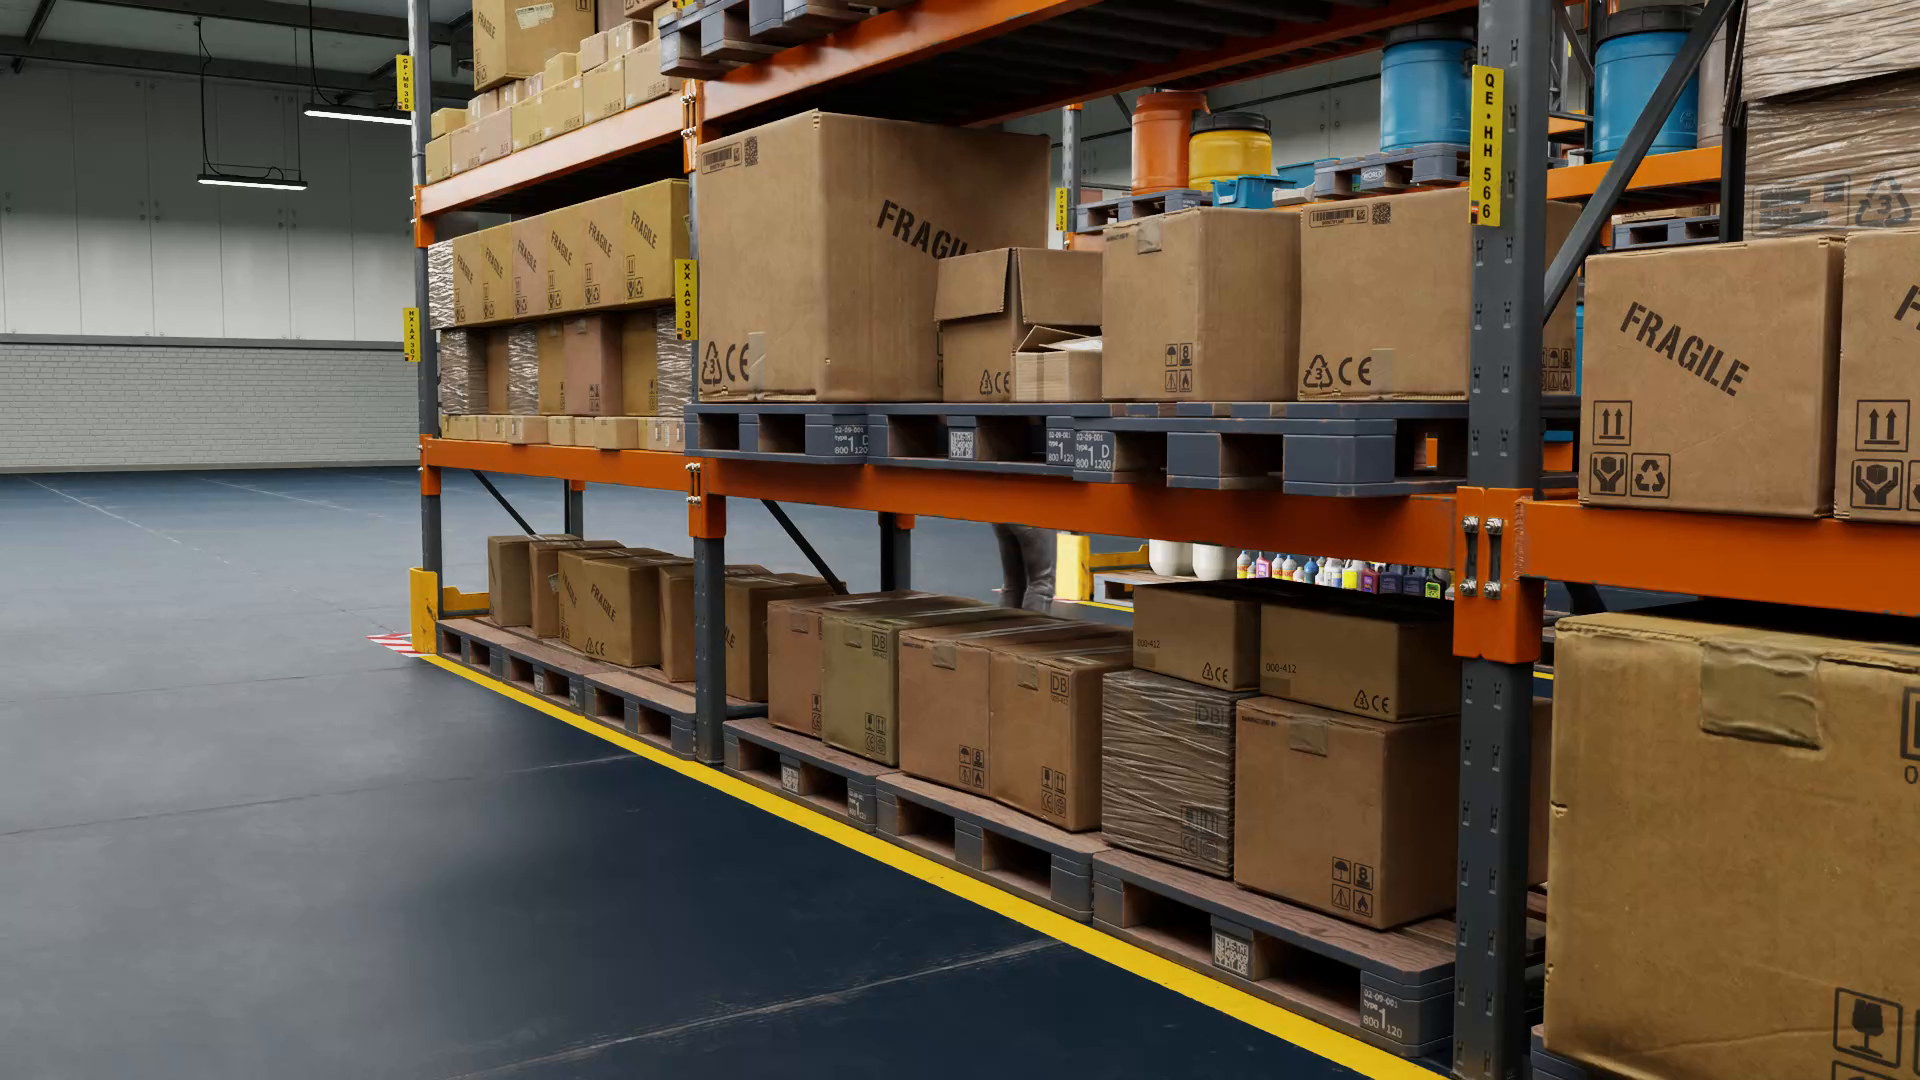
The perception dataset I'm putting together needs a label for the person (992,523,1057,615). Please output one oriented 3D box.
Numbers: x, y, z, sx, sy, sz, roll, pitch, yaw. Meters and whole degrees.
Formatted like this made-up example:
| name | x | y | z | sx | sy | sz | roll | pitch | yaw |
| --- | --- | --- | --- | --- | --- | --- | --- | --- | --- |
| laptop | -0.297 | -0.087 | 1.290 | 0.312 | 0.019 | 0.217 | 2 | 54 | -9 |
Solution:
| name | x | y | z | sx | sy | sz | roll | pitch | yaw |
| --- | --- | --- | --- | --- | --- | --- | --- | --- | --- |
| person | 0.446 | -0.160 | 9.671 | 0.554 | 1.768 | 0.495 | -3 | 6 | -33 |
